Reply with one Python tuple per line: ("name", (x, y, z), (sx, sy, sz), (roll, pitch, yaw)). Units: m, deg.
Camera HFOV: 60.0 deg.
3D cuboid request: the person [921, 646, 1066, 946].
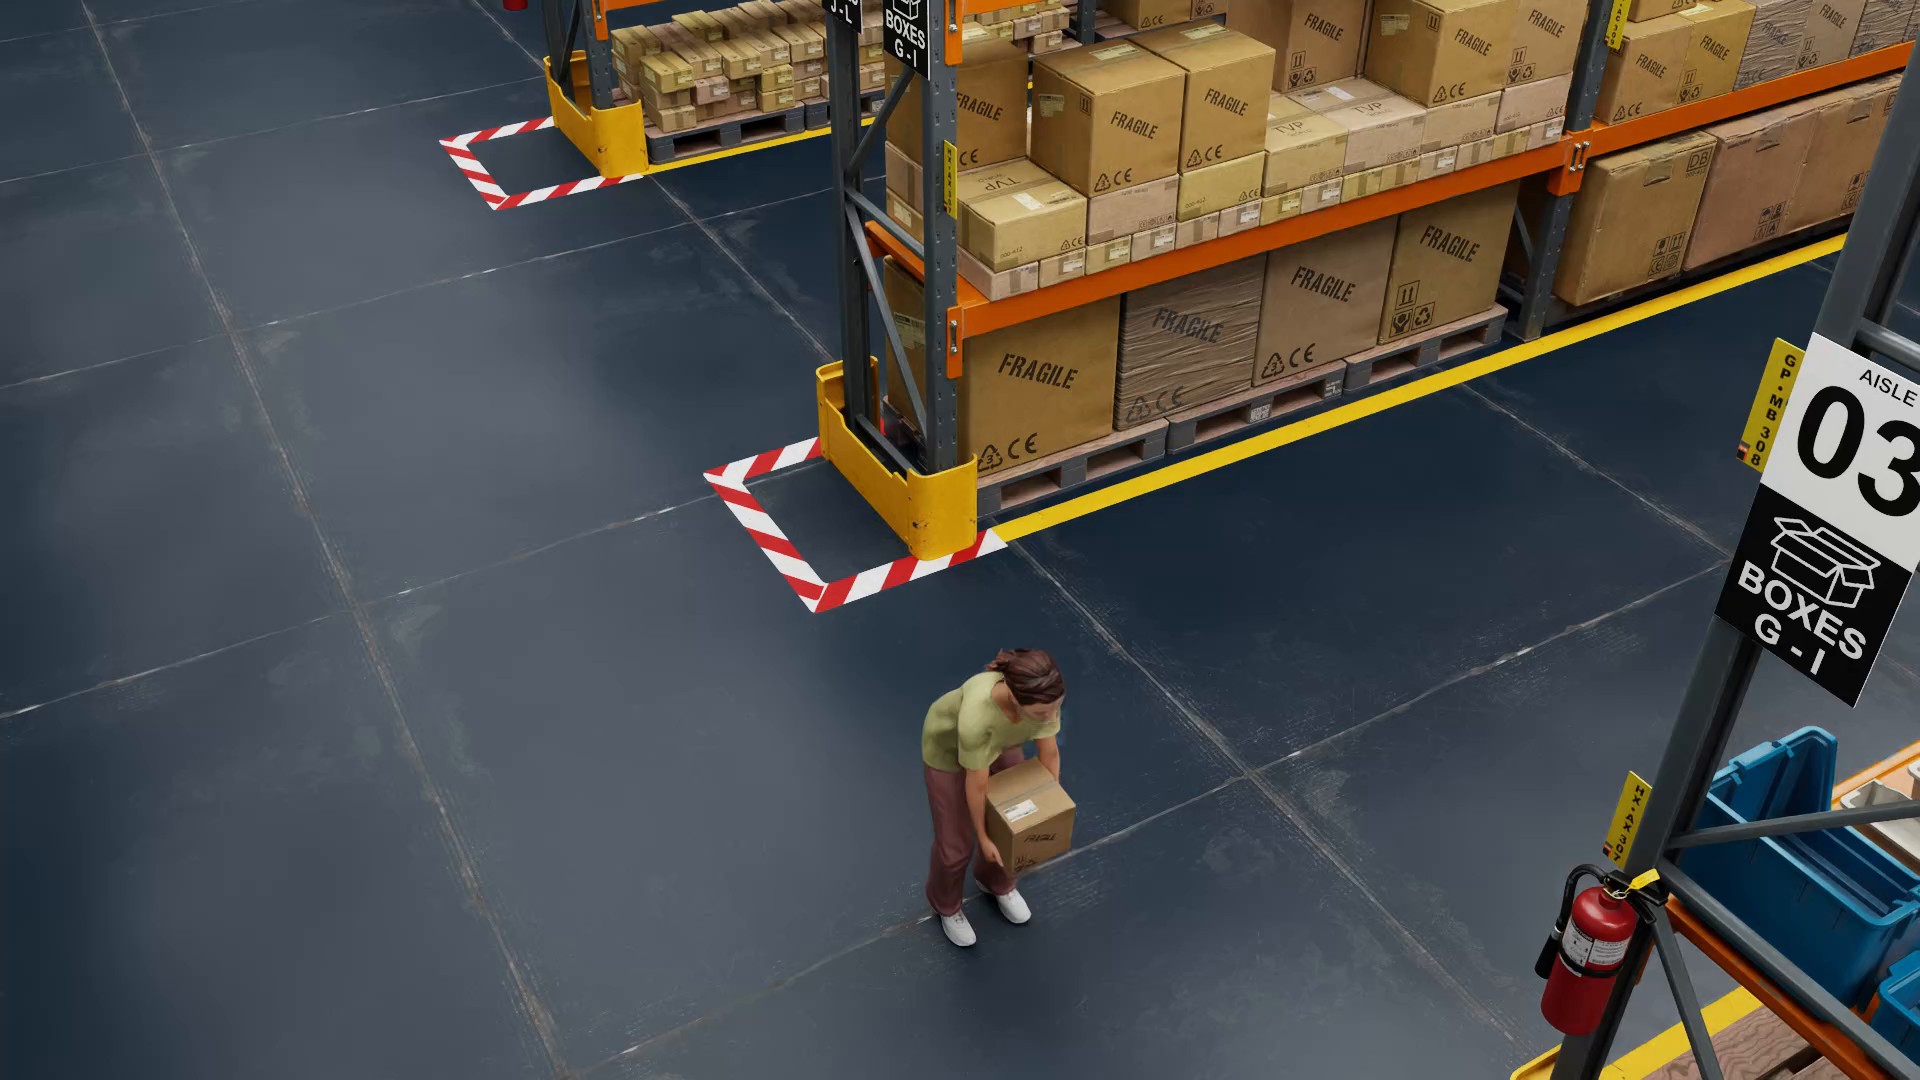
("person", (0.131, 0.879, 5.882), (0.410, 1.534, 0.635), (-20, 41, -25))
